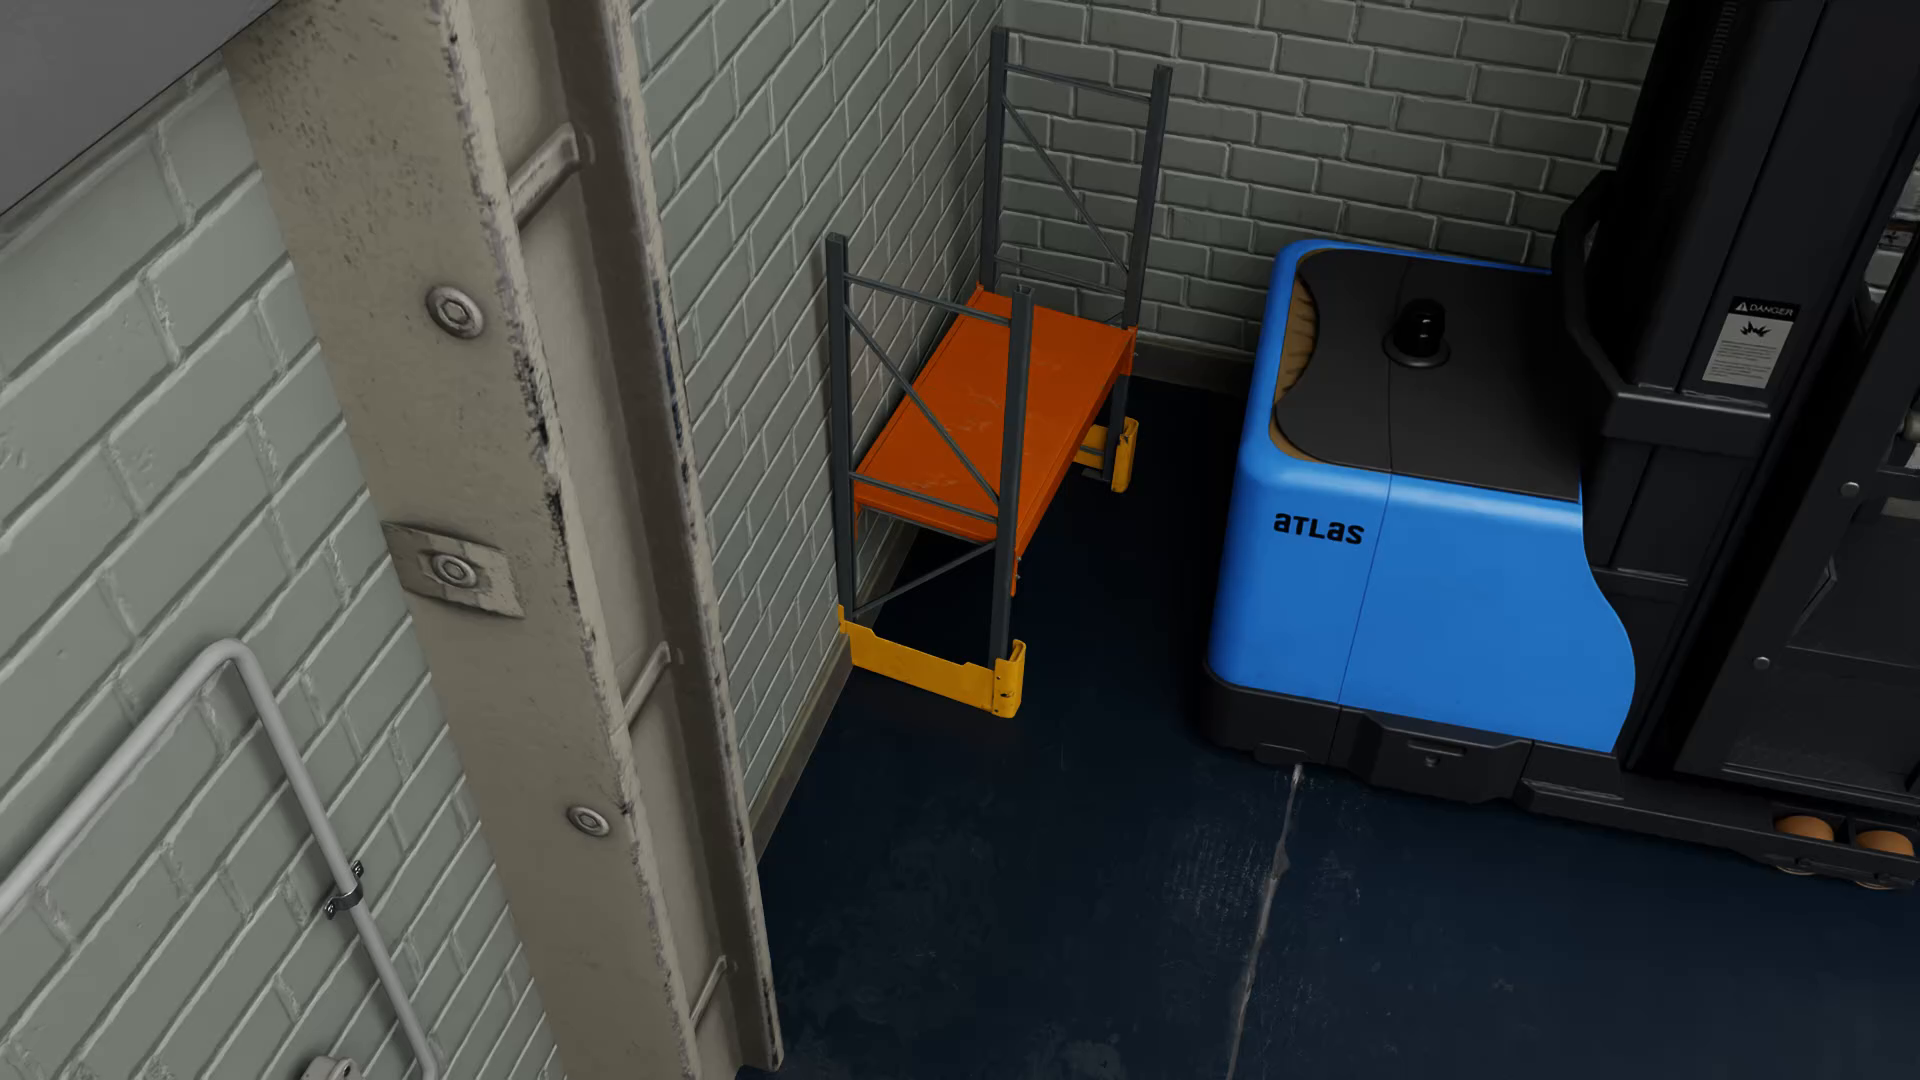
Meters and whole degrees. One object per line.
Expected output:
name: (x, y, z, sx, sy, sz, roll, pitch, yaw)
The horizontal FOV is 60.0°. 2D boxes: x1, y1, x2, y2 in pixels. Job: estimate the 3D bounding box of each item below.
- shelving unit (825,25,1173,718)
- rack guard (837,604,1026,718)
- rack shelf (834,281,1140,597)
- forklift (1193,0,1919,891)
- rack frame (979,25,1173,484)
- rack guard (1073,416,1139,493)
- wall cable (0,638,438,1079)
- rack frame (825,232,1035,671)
shelving unit: (0.106, -0.447, 4.603, 0.587, 1.500, 1.083, 18, 48, 14)
rack guard: (-0.103, 0.312, 4.735, 0.587, 0.250, 0.087, 18, 48, 14)
rack shelf: (0.097, -0.318, 4.727, 0.538, 0.185, 1.000, 18, 48, 14)
forklift: (2.224, -0.552, 3.718, 3.031, 2.935, 1.130, 10, 45, 10)
rack frame: (0.296, -0.779, 4.924, 0.500, 1.500, 0.032, 18, 48, 14)
rack guard: (0.278, -0.348, 5.377, 0.587, 0.250, 0.087, 18, 48, 14)
wall cable: (-1.133, 0.823, 1.538, 0.084, 1.984, 1.851, 13, 46, 13)
rack frame: (-0.092, -0.104, 4.269, 0.500, 1.500, 0.032, 18, 48, 14)
